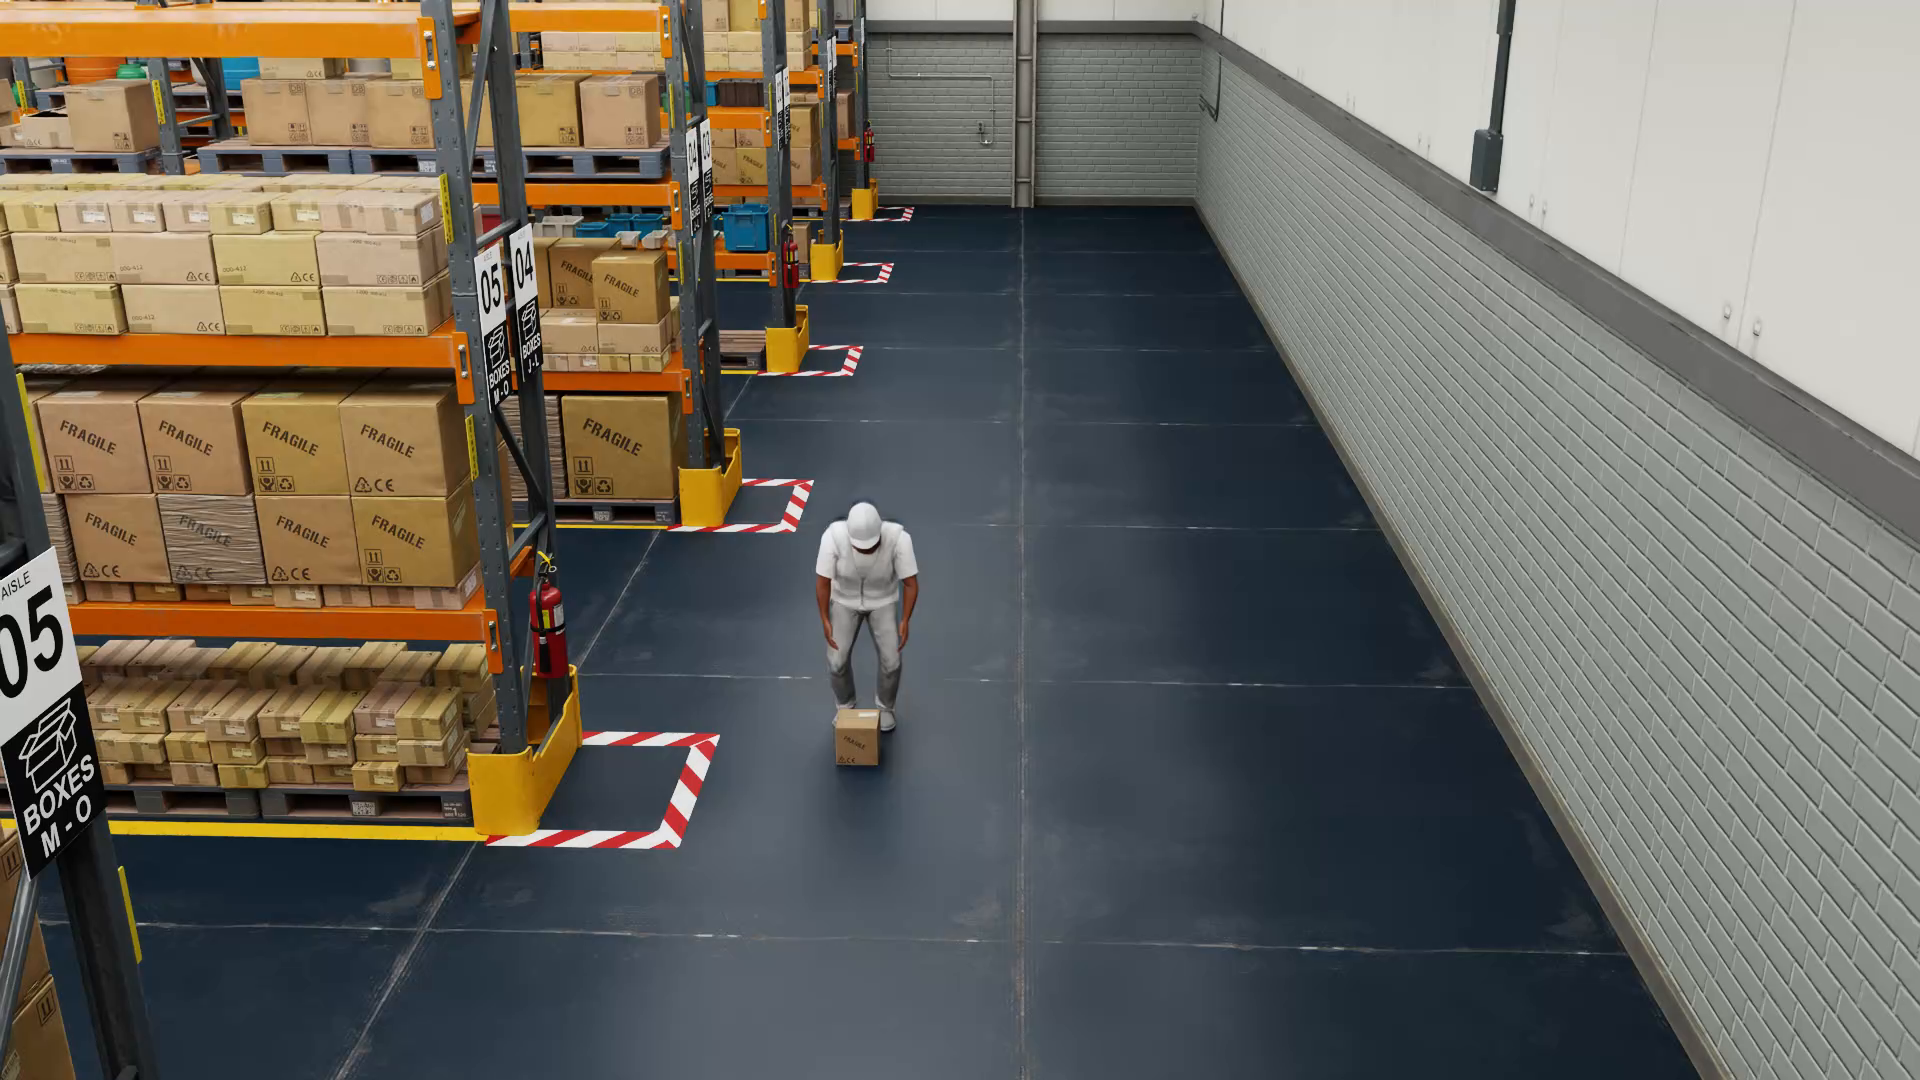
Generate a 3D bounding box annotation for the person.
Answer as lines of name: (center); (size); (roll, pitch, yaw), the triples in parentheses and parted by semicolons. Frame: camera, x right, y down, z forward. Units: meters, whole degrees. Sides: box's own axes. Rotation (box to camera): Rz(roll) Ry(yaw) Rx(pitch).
person: (-0.561, 0.435, 10.210); (0.625, 1.543, 0.666); (1, 21, 2)
